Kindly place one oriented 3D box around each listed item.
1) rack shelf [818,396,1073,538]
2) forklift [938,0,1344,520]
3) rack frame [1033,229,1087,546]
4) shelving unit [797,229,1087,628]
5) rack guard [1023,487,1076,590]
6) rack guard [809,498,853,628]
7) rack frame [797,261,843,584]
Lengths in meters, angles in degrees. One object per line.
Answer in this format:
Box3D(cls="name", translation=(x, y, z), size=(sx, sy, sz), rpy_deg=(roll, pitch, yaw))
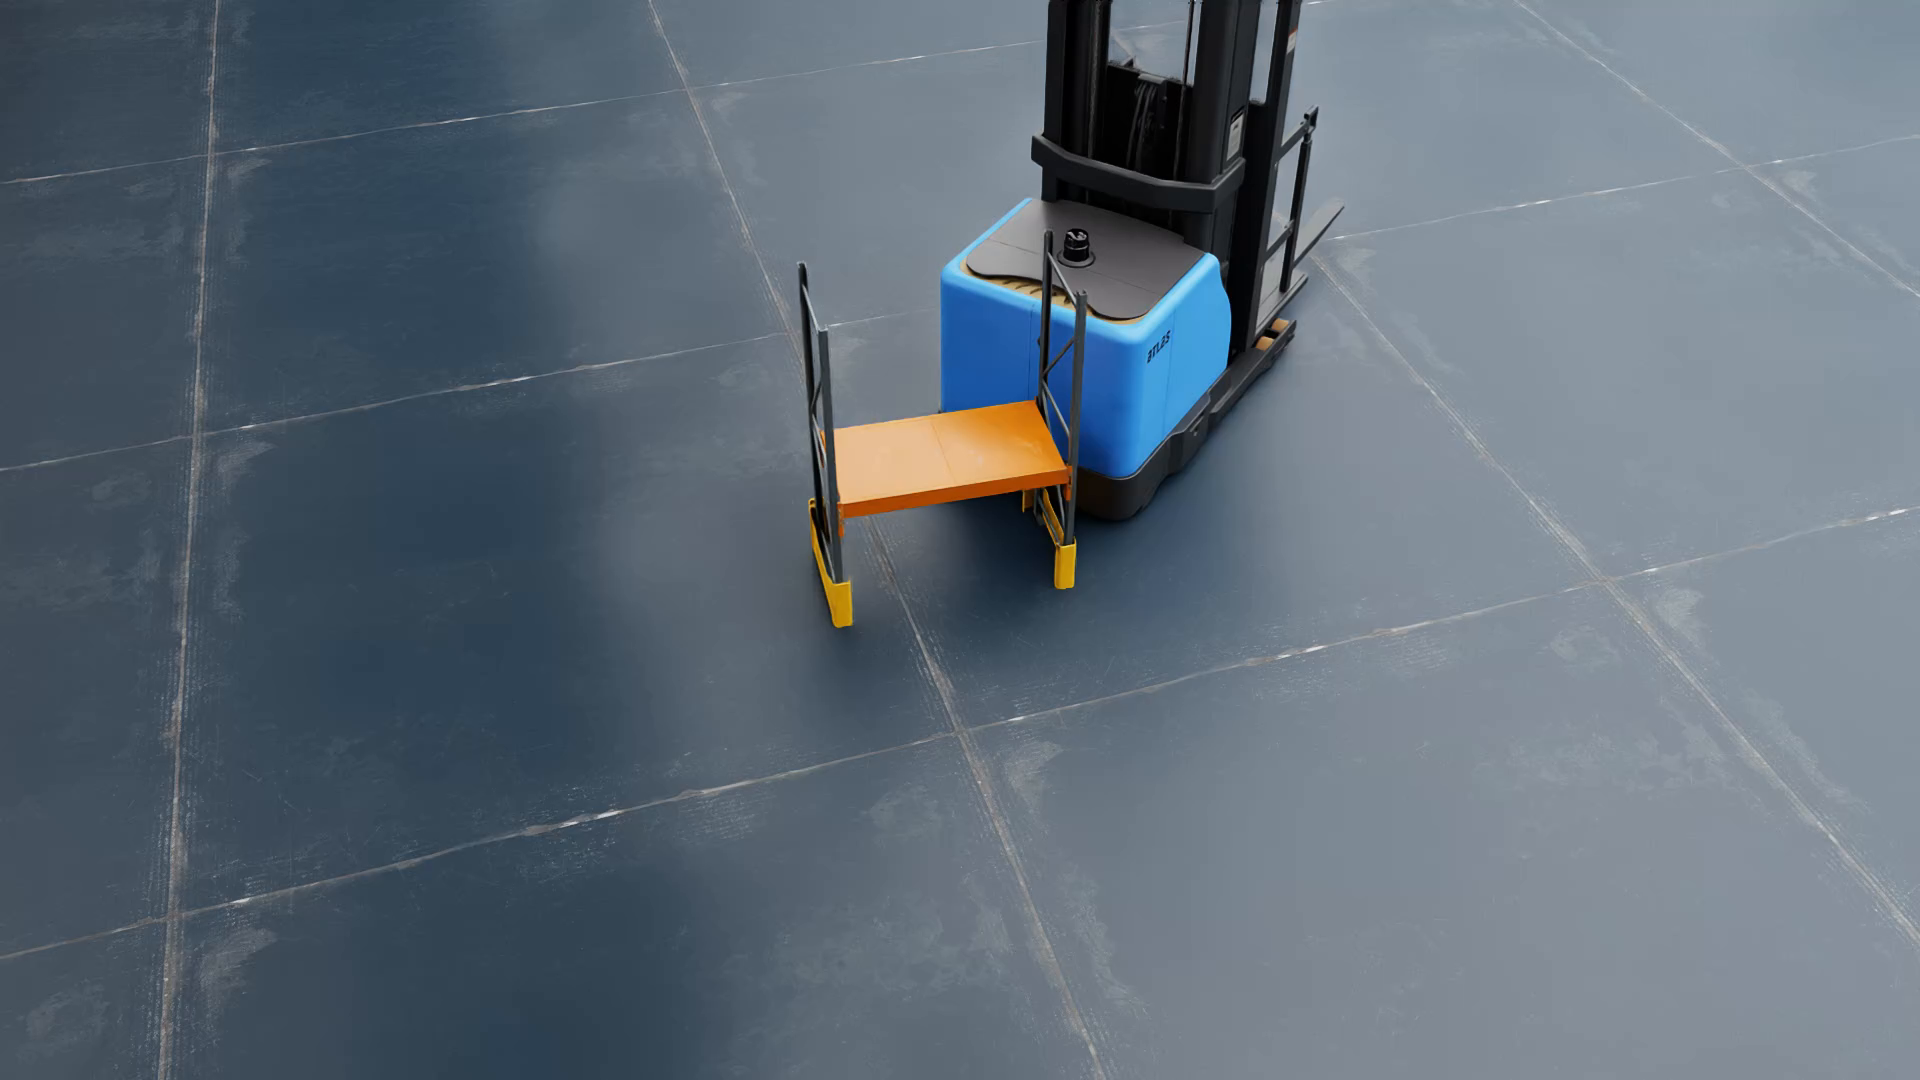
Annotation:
Box3D(cls="rack shelf", translation=(-0.077, -0.322, 7.102), size=(1.000, 0.185, 0.538), rpy_deg=(-9, 42, -10))
Box3D(cls="forklift", translation=(1.104, -2.140, 7.821), size=(1.130, 2.935, 3.031), rpy_deg=(22, 46, 24))
Box3D(cls="rack frame", translation=(0.417, -0.538, 7.076), size=(0.032, 1.500, 0.500), rpy_deg=(-9, 42, -10))
Box3D(cls="shelving unit", translation=(-0.085, -0.456, 6.982), size=(1.083, 1.500, 0.587), rpy_deg=(-9, 42, -10))
Box3D(cls="rack guard", translation=(0.398, -0.064, 7.483), size=(0.087, 0.250, 0.587), rpy_deg=(-9, 42, -10))
Box3D(cls="rack guard", translation=(-0.569, 0.093, 7.303), size=(0.087, 0.250, 0.587), rpy_deg=(-9, 42, -10))
Box3D(cls="rack frame", translation=(-0.570, -0.377, 6.891), size=(0.032, 1.500, 0.500), rpy_deg=(-9, 42, -10))
